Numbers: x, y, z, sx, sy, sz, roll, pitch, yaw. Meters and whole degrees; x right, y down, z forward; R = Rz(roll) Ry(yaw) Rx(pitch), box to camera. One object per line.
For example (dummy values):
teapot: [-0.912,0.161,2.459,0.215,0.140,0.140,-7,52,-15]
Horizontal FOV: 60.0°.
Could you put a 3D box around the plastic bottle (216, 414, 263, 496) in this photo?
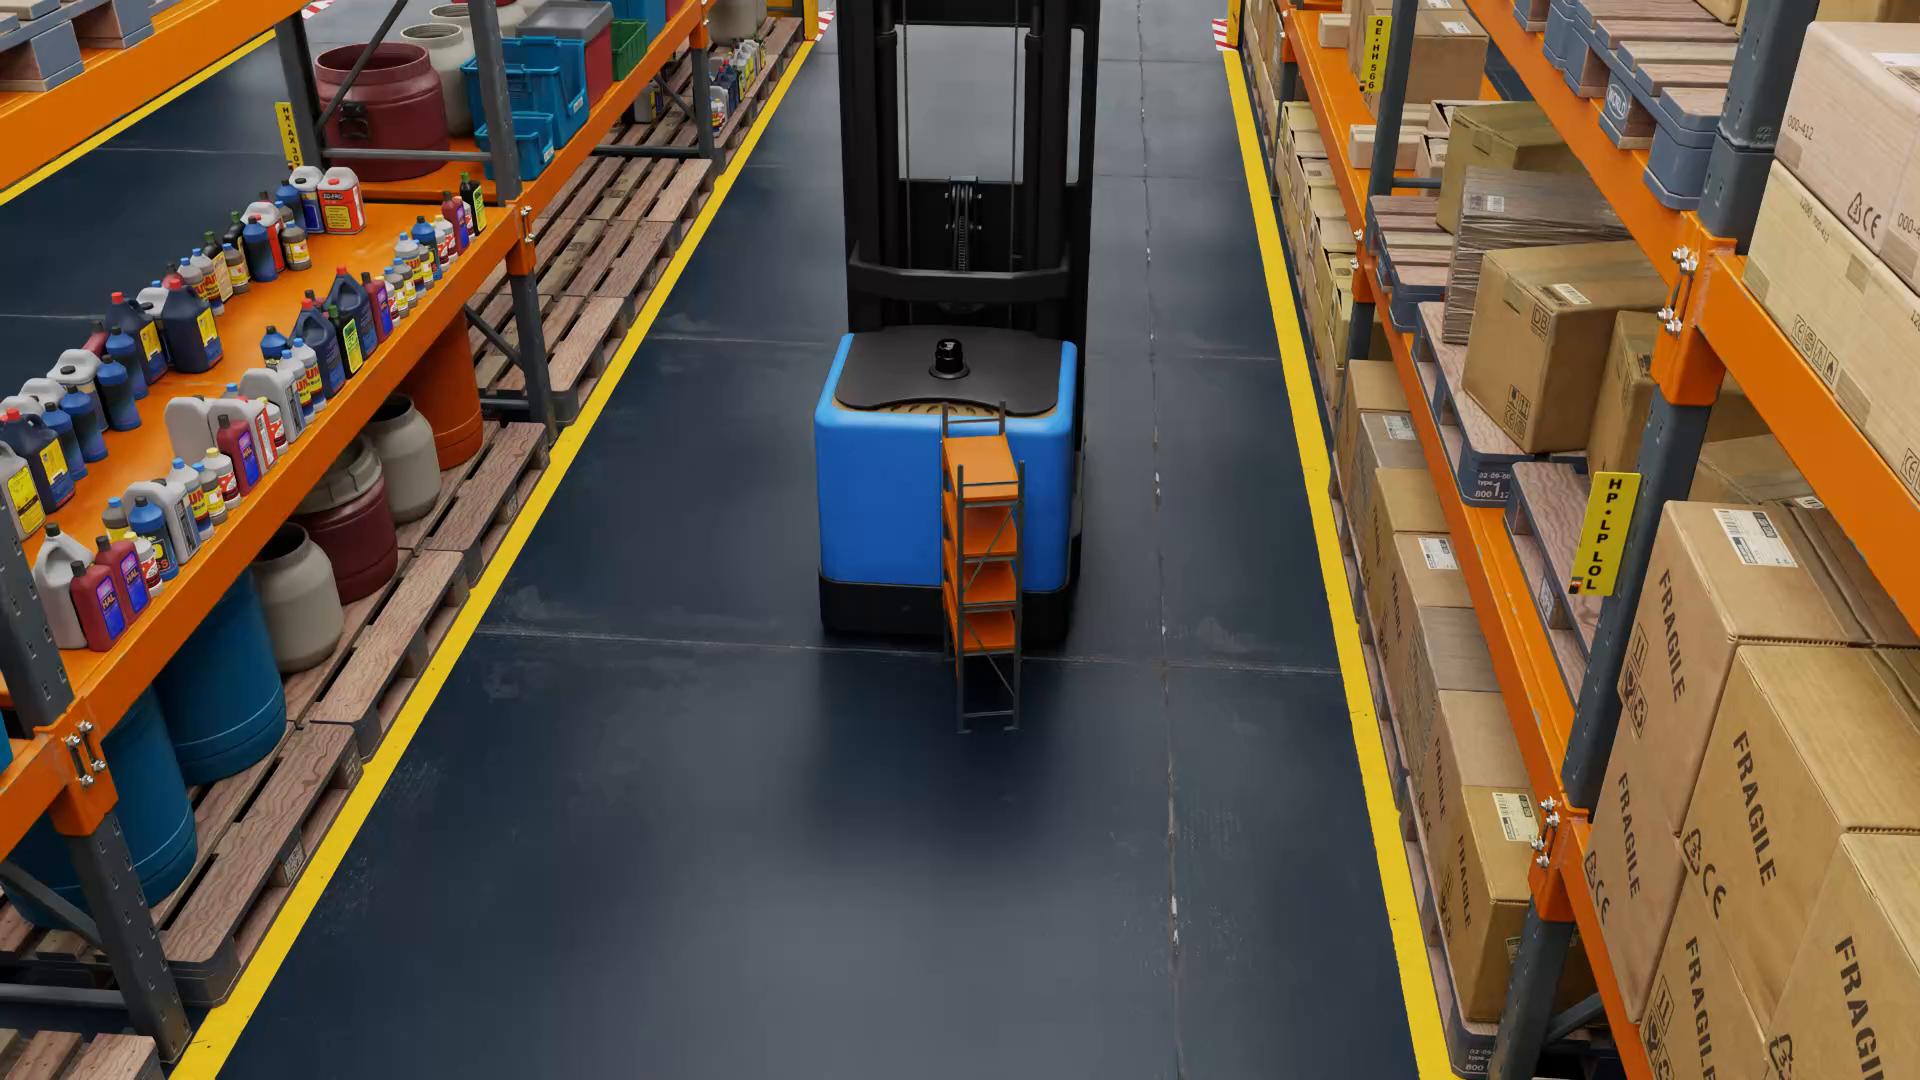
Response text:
plastic bottle: [-2.383,-0.298,5.486,0.061,0.283,0.133,2,32,4]

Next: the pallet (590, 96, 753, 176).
pallet: [-2.163,-3.055,12.506,1.003,0.211,1.213,2,32,4]

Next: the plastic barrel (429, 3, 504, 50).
plastic barrel: [-2.679,-2.616,9.030,0.421,0.512,0.421,0,32,0]

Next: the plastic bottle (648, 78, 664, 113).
plastic bottle: [-2.329,-3.377,12.547,0.152,0.276,0.135,2,32,4]

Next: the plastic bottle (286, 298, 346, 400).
plastic bottle: [-2.366,-0.705,6.082,0.144,0.351,0.185,2,32,4]

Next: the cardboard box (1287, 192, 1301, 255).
cardboard box: [2.315,-1.949,10.274,0.500,0.250,0.500,2,32,2]

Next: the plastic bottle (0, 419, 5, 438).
plastic bottle: [-3.147,-0.280,5.392,0.144,0.351,0.185,2,32,4]

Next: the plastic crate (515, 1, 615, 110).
plastic crate: [-2.148,-2.660,9.147,0.402,0.464,0.583,2,32,4]

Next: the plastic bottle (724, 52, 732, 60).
plastic bottle: [-1.831,-3.794,13.295,0.097,0.201,0.097,0,32,0]

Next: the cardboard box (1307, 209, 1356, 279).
cardboard box: [2.229,-1.655,9.262,0.500,0.311,0.500,2,32,4]

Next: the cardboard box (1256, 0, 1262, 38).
cardboard box: [2.671,-4.304,13.381,0.500,0.500,0.500,2,32,4]

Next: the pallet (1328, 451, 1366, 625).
pallet: [2.253,-0.012,7.568,1.003,0.211,1.213,2,32,4]

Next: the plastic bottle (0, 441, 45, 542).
plastic bottle: [-3.018,-0.177,5.225,0.144,0.351,0.185,2,32,4]

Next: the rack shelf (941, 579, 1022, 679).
rack shelf: [0.081,0.338,6.565,0.258,0.148,0.480,-4,32,-6]

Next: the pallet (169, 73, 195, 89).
pallet: [-7.079,-3.910,13.893,1.003,0.211,1.213,2,32,4]

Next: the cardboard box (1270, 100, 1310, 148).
cardboard box: [2.498,-2.939,11.881,0.500,0.250,0.500,2,32,4]

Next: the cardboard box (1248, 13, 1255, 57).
cardboard box: [2.701,-4.247,14.002,0.500,0.250,0.500,2,32,4]

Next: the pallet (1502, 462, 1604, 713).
pallet: [2.200,0.172,4.794,1.003,0.211,1.213,2,32,4]

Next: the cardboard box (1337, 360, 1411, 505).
cardboard box: [2.030,-0.485,7.641,0.500,0.500,0.500,4,32,6]

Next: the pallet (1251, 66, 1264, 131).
pallet: [2.881,-3.546,13.303,1.003,0.211,1.213,2,32,4]

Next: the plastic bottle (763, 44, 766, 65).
plastic bottle: [-1.646,-4.001,13.632,0.097,0.201,0.097,0,32,0]

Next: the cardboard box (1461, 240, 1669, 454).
cardboard box: [2.109,-0.644,5.440,0.700,0.500,0.500,-5,32,-9]

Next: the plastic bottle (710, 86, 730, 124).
plastic bottle: [-1.797,-3.239,12.323,0.152,0.276,0.135,4,32,6]

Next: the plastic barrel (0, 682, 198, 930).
plastic barrel: [-2.849,0.721,5.321,0.600,0.901,0.708,2,32,4]

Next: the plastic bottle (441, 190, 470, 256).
plastic bottle: [-2.211,-1.401,7.276,0.061,0.283,0.133,2,32,4]

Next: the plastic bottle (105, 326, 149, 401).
plastic bottle: [-3.046,-0.650,6.068,0.097,0.271,0.097,0,32,0]

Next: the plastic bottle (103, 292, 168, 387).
plastic bottle: [-3.072,-0.759,6.170,0.144,0.351,0.185,2,32,4]

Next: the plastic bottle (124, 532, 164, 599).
plastic bottle: [-2.453,0.071,4.966,0.097,0.201,0.097,0,32,0]

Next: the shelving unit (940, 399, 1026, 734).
shelving unit: [0.081,0.112,6.425,0.258,1.200,0.503,-4,32,-6]

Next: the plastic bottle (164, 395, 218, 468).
plastic bottle: [-2.569,-0.373,5.615,0.152,0.276,0.135,2,32,4]

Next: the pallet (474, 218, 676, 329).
pallet: [-2.381,-1.654,10.232,1.003,0.211,1.213,2,32,4]

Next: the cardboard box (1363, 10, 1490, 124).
cardboard box: [2.472,-2.508,8.866,0.500,0.500,0.500,1,32,1]

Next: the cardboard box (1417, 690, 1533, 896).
cardboard box: [1.829,0.852,5.471,0.500,0.500,0.500,3,32,4]

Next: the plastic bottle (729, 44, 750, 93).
plastic bottle: [-1.730,-3.678,12.964,0.144,0.351,0.185,2,32,4]

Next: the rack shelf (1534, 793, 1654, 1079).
rack shelf: [1.863,1.856,2.565,1.077,0.370,4.000,2,32,4]

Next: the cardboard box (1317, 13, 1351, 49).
cardboard box: [2.402,-3.118,10.190,0.380,0.149,0.250,2,32,4]

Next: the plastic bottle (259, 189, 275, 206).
plastic bottle: [-3.014,-1.369,7.224,0.061,0.283,0.133,2,32,4]

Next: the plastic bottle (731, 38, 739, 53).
plastic bottle: [-1.800,-3.910,13.405,0.061,0.283,0.133,2,32,4]

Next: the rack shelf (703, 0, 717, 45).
rack shelf: [-2.096,-4.632,13.094,1.077,0.370,4.000,2,32,4]

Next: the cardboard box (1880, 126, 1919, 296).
cardboard box: [1.700,-0.417,2.375,0.500,0.250,0.500,2,32,4]

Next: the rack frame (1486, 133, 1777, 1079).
rack frame: [2.026,0.504,4.073,1.000,3.000,0.127,2,32,4]

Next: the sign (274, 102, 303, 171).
sign: [-3.134,-1.891,7.803,0.100,0.325,0.005,2,32,4]

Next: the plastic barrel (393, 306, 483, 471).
plastic barrel: [-2.608,-0.800,7.857,0.600,0.830,0.708,2,32,4]

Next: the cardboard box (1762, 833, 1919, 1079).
cardboard box: [1.624,0.809,2.530,0.500,0.500,0.500,2,32,3]

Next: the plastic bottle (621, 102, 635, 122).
plastic bottle: [-2.494,-3.302,12.354,0.144,0.351,0.185,2,32,3]

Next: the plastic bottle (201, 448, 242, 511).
plastic bottle: [-2.411,-0.203,5.410,0.097,0.201,0.097,0,32,0]

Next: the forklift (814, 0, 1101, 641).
forklift: [0.057,-1.577,7.515,1.130,2.935,3.031,3,32,4]

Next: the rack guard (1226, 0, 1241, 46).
rack guard: [3.005,-4.719,14.931,1.175,0.500,0.348,2,32,4]

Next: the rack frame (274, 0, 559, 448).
rack frame: [-2.585,-1.801,7.814,1.000,3.000,0.127,2,32,4]

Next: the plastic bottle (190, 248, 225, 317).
plastic bottle: [-3.046,-1.042,6.705,0.097,0.271,0.097,0,32,0]
